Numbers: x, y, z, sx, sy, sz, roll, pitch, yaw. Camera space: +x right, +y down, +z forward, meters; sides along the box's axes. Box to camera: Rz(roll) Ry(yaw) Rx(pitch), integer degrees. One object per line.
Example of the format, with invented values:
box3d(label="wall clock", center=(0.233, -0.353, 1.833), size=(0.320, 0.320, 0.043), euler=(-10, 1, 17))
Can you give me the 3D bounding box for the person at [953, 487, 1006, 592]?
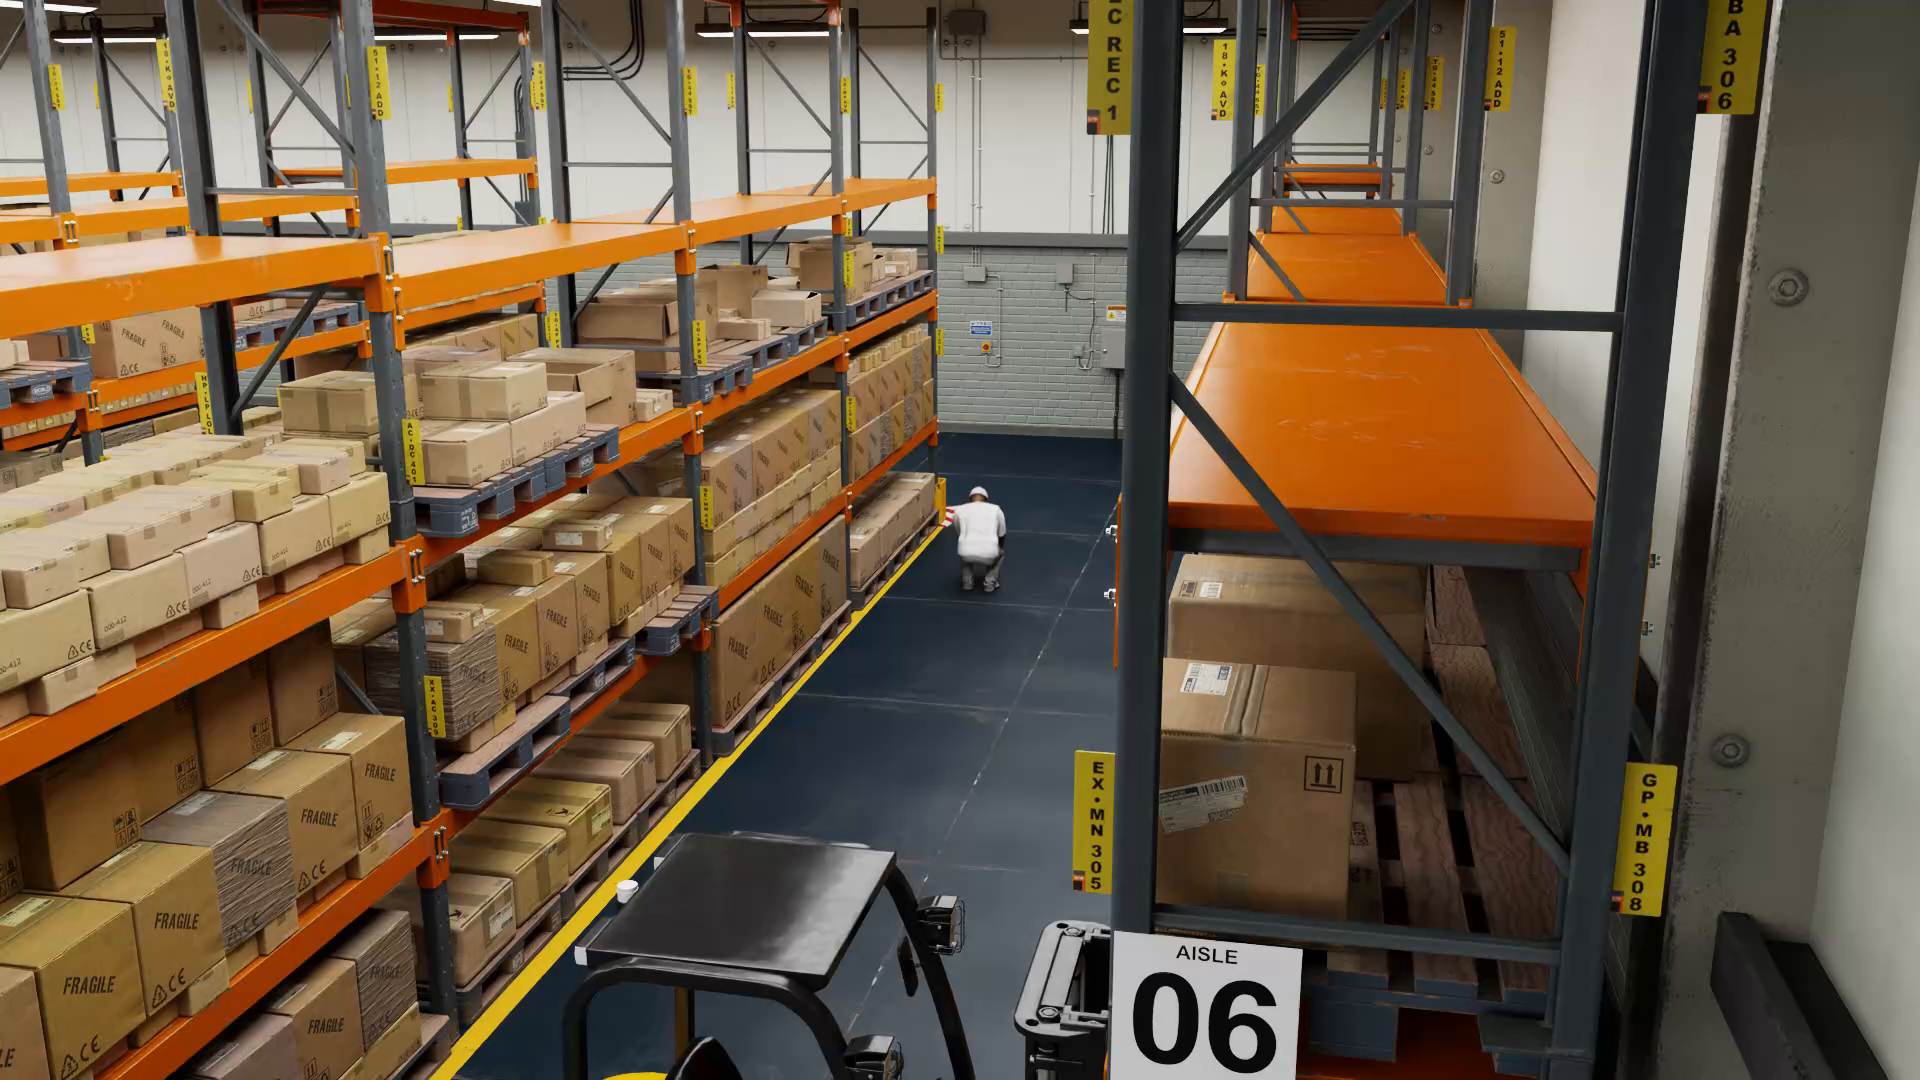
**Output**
box3d(label="person", center=(0.189, -0.012, 17.534), size=(0.555, 1.010, 0.893), euler=(2, 15, 9))
